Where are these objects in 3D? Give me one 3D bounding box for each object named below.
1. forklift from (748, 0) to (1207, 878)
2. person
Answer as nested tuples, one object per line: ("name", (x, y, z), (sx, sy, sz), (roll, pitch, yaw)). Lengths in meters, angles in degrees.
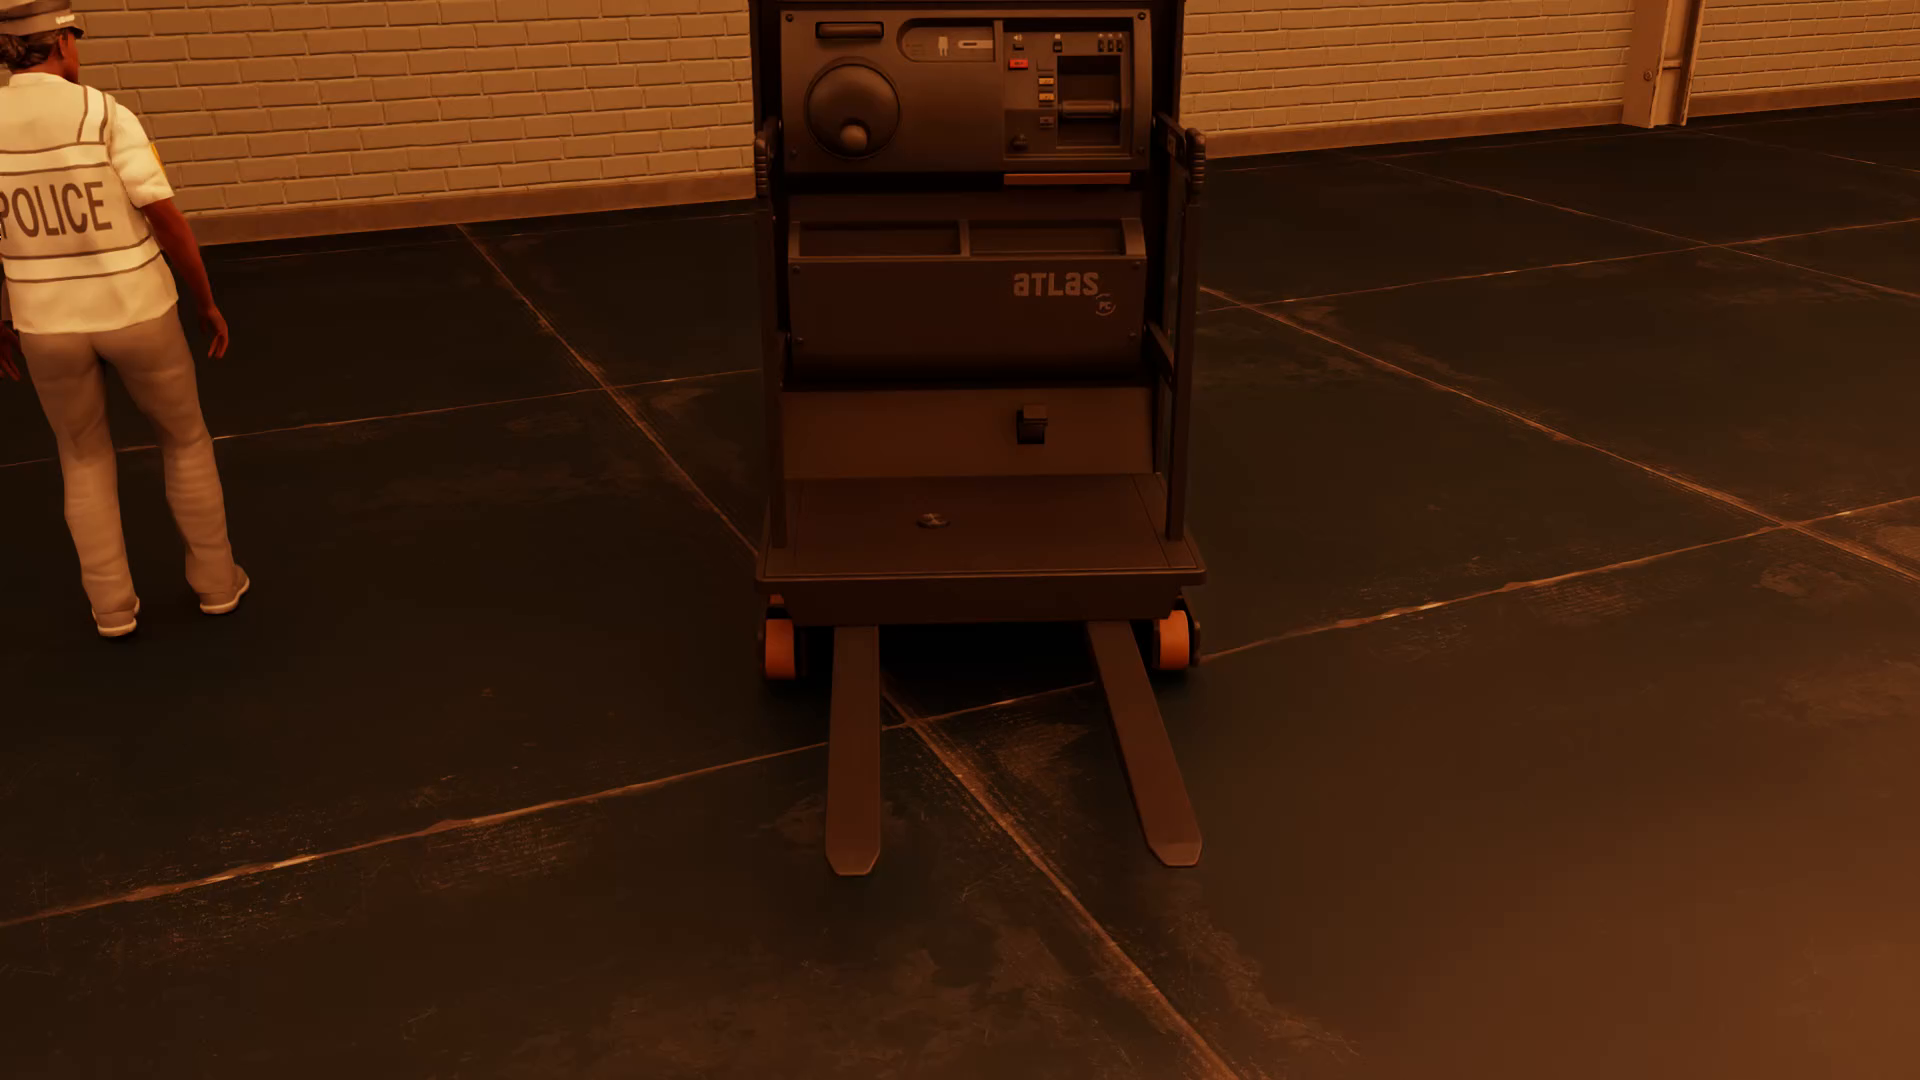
("forklift", (0.030, -1.120, 3.982), (1.130, 2.935, 3.031), (-1, 23, -3))
("person", (-2.218, -0.561, 4.305), (0.587, 1.654, 0.422), (-6, 23, -14))
